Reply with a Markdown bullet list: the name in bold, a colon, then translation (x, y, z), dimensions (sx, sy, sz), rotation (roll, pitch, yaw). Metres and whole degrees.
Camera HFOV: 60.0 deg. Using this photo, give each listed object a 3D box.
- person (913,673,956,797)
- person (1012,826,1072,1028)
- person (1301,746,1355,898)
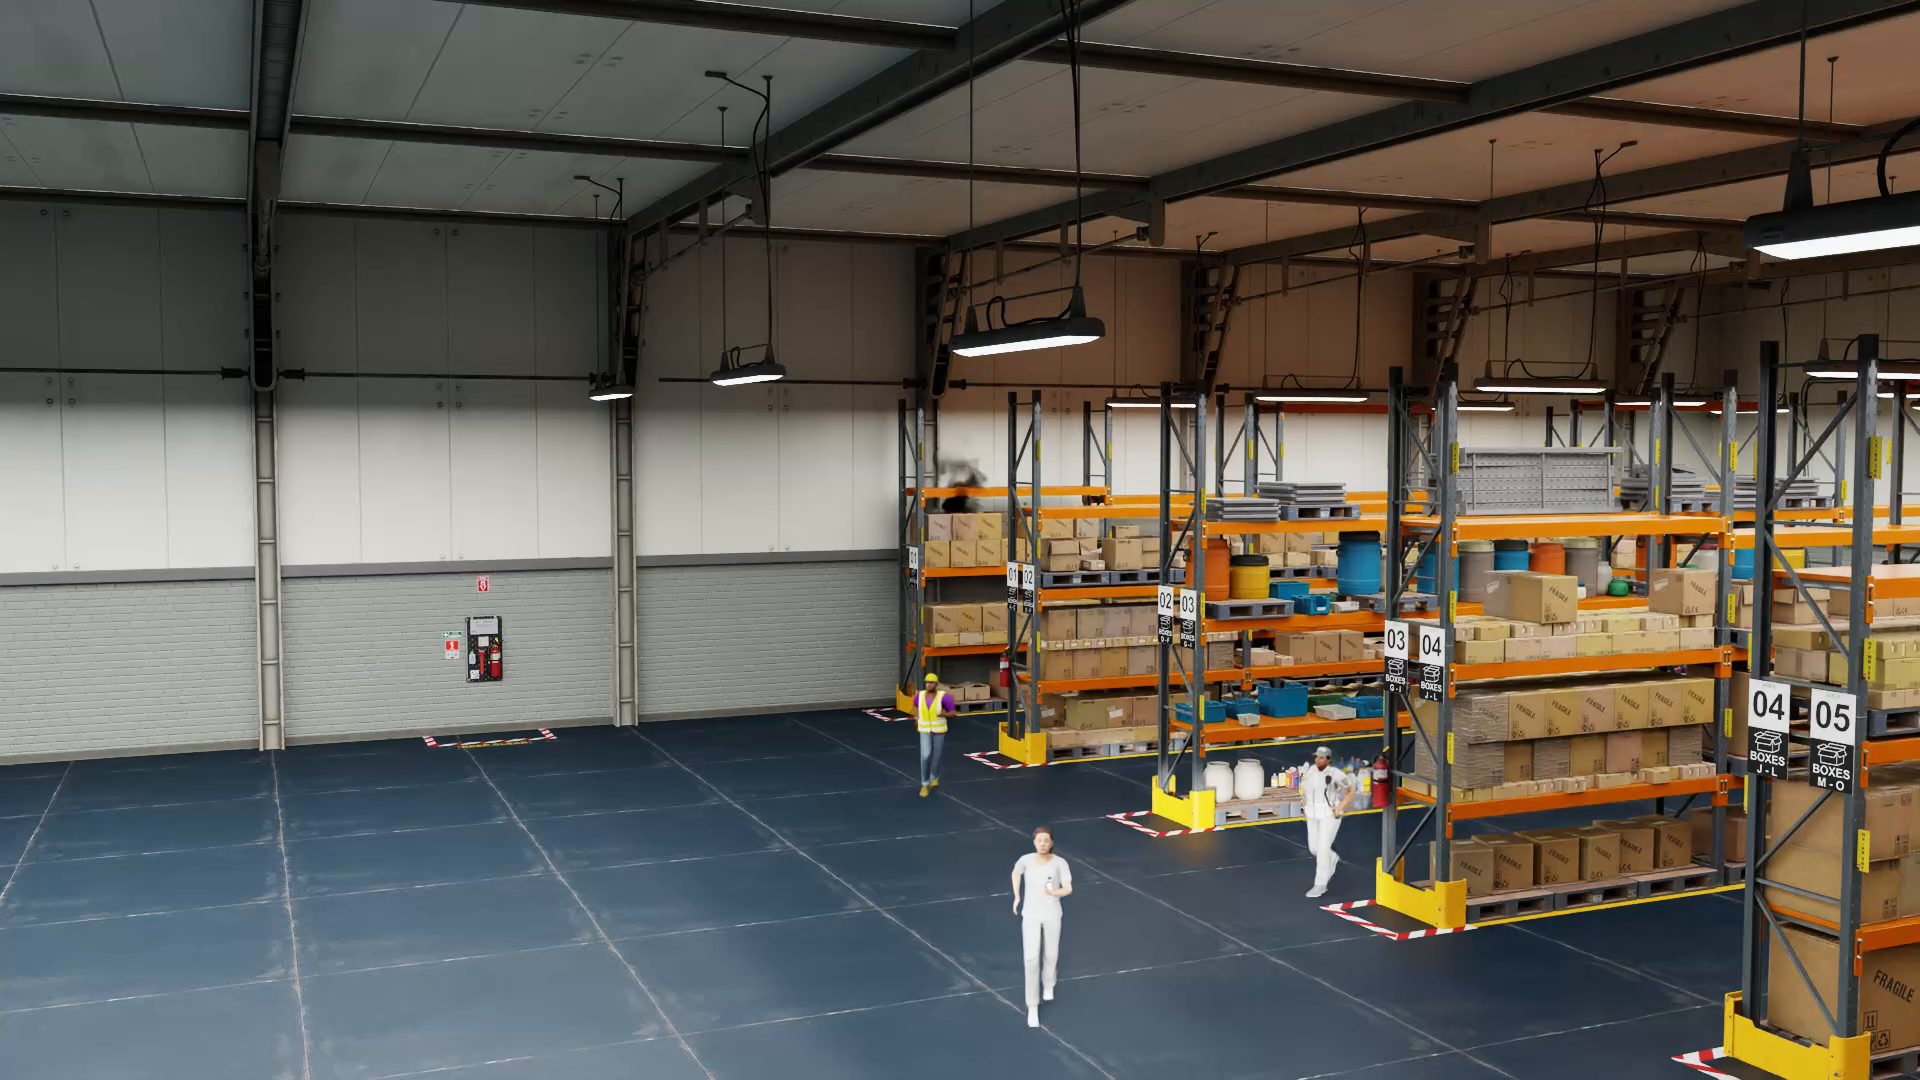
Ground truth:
- **person**: translation (-0.387, 2.866, 24.477), dimensions (0.661, 1.835, 0.765), rotation (0, 3, 5)
- **person**: translation (0.740, 3.434, 15.031), dimensions (0.541, 1.715, 0.830), rotation (0, 3, 2)
- **person**: translation (4.195, 3.203, 19.190), dimensions (0.896, 1.669, 0.638), rotation (-3, 5, -43)
